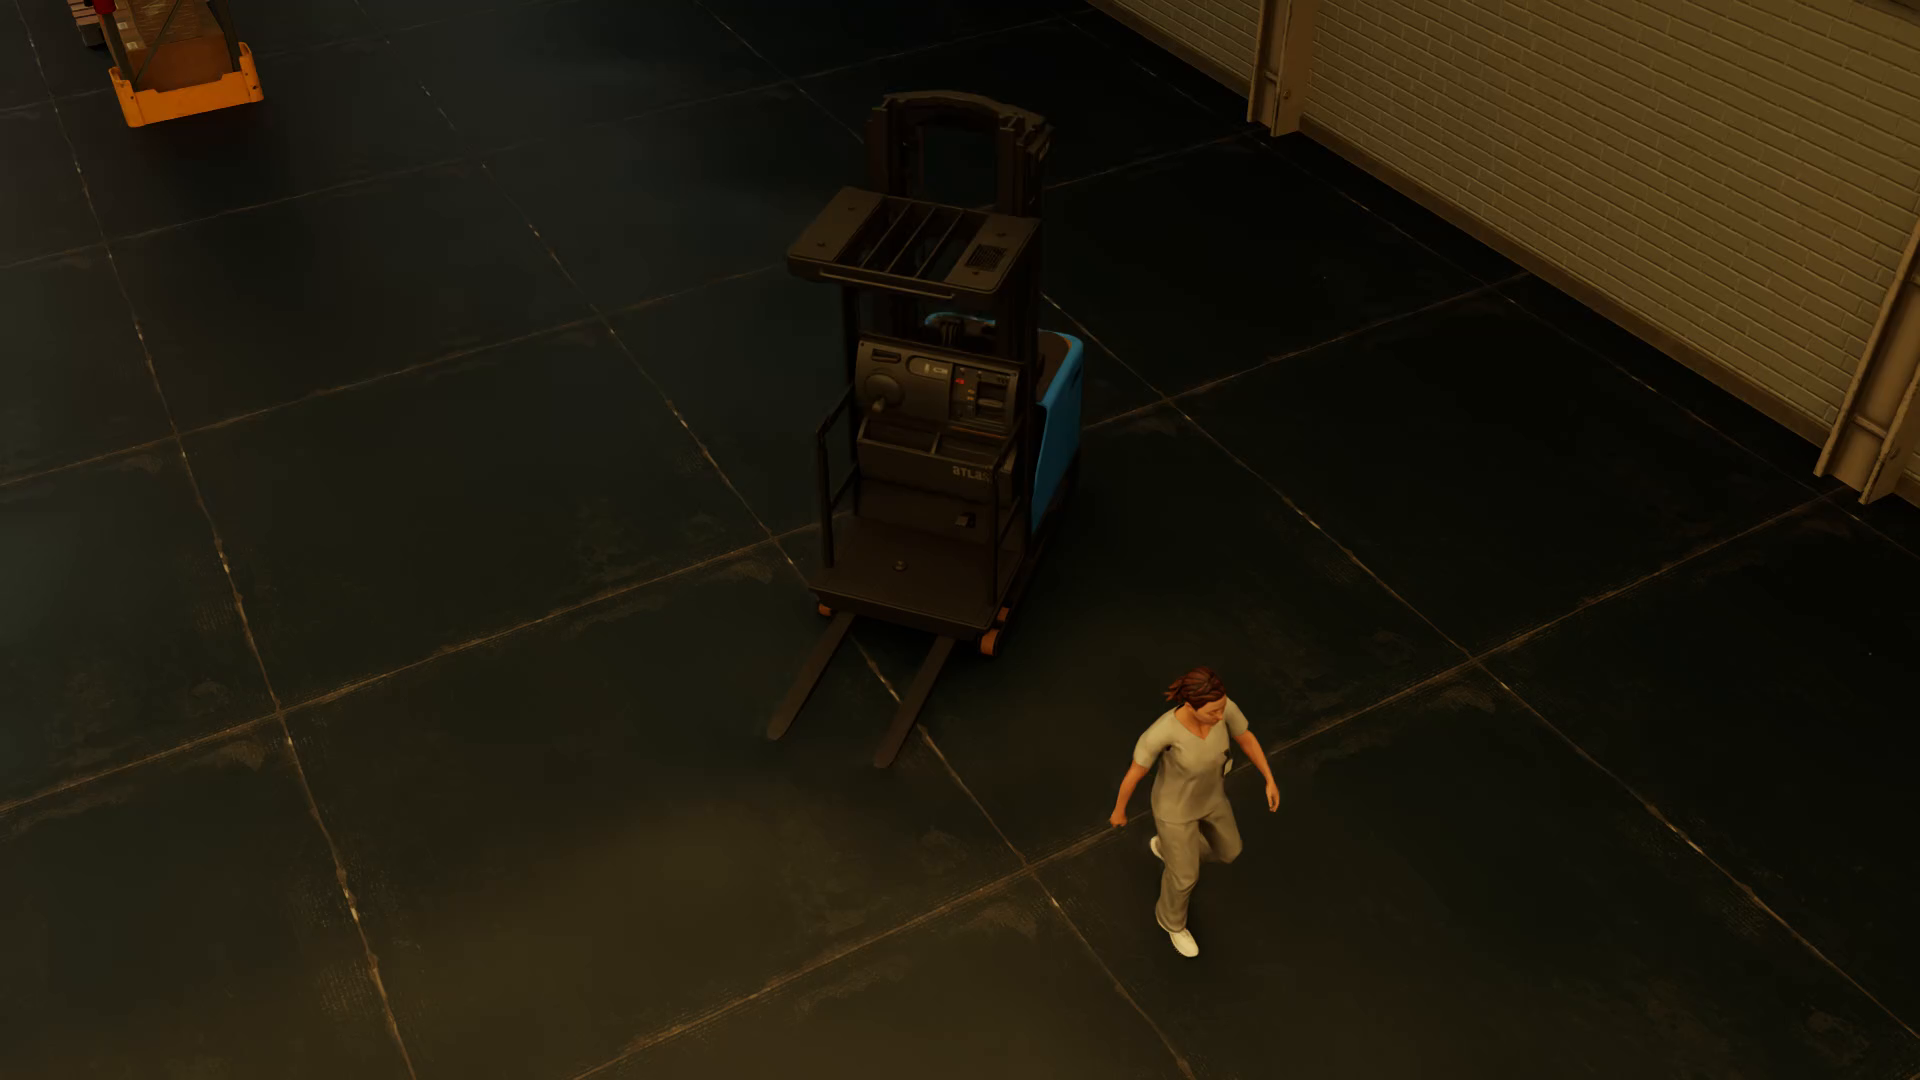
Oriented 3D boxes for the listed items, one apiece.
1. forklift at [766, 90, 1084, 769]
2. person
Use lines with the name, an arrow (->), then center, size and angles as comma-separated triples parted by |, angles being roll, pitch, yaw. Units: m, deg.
forklift -> -0.199, -0.759, 8.952 | 1.130, 2.935, 3.031 | 13, 41, 15
person -> 1.031, 1.185, 7.609 | 0.684, 1.659, 0.568 | -24, 45, -26
